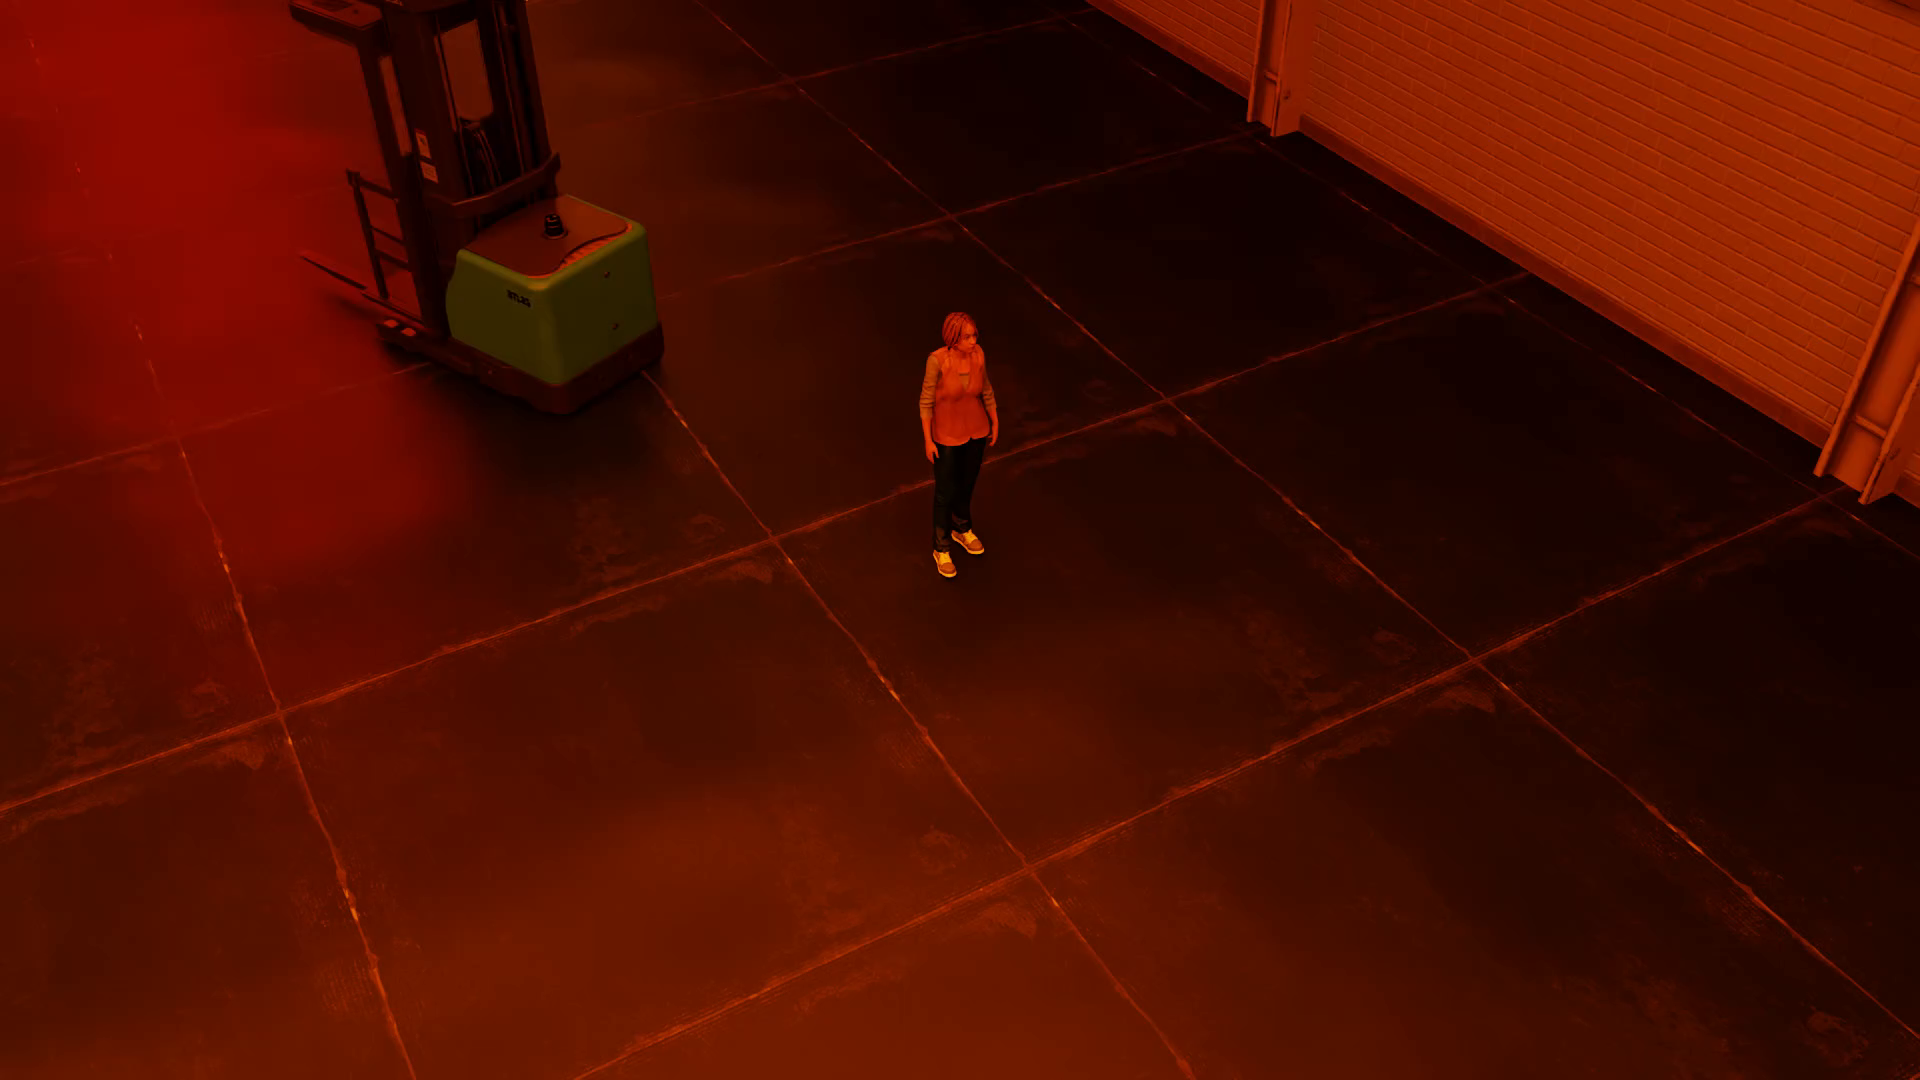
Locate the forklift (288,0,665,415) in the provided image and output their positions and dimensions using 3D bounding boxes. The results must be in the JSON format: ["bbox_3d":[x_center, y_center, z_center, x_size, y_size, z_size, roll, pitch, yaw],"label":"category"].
[{"bbox_3d":[-3.594,-2.732,11.330,3.031,2.935,1.130,25,46,27],"label":"forklift"}]

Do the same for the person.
[{"bbox_3d":[0.025,-0.575,9.762,0.520,1.599,0.473,-20,44,-23],"label":"person"}]
